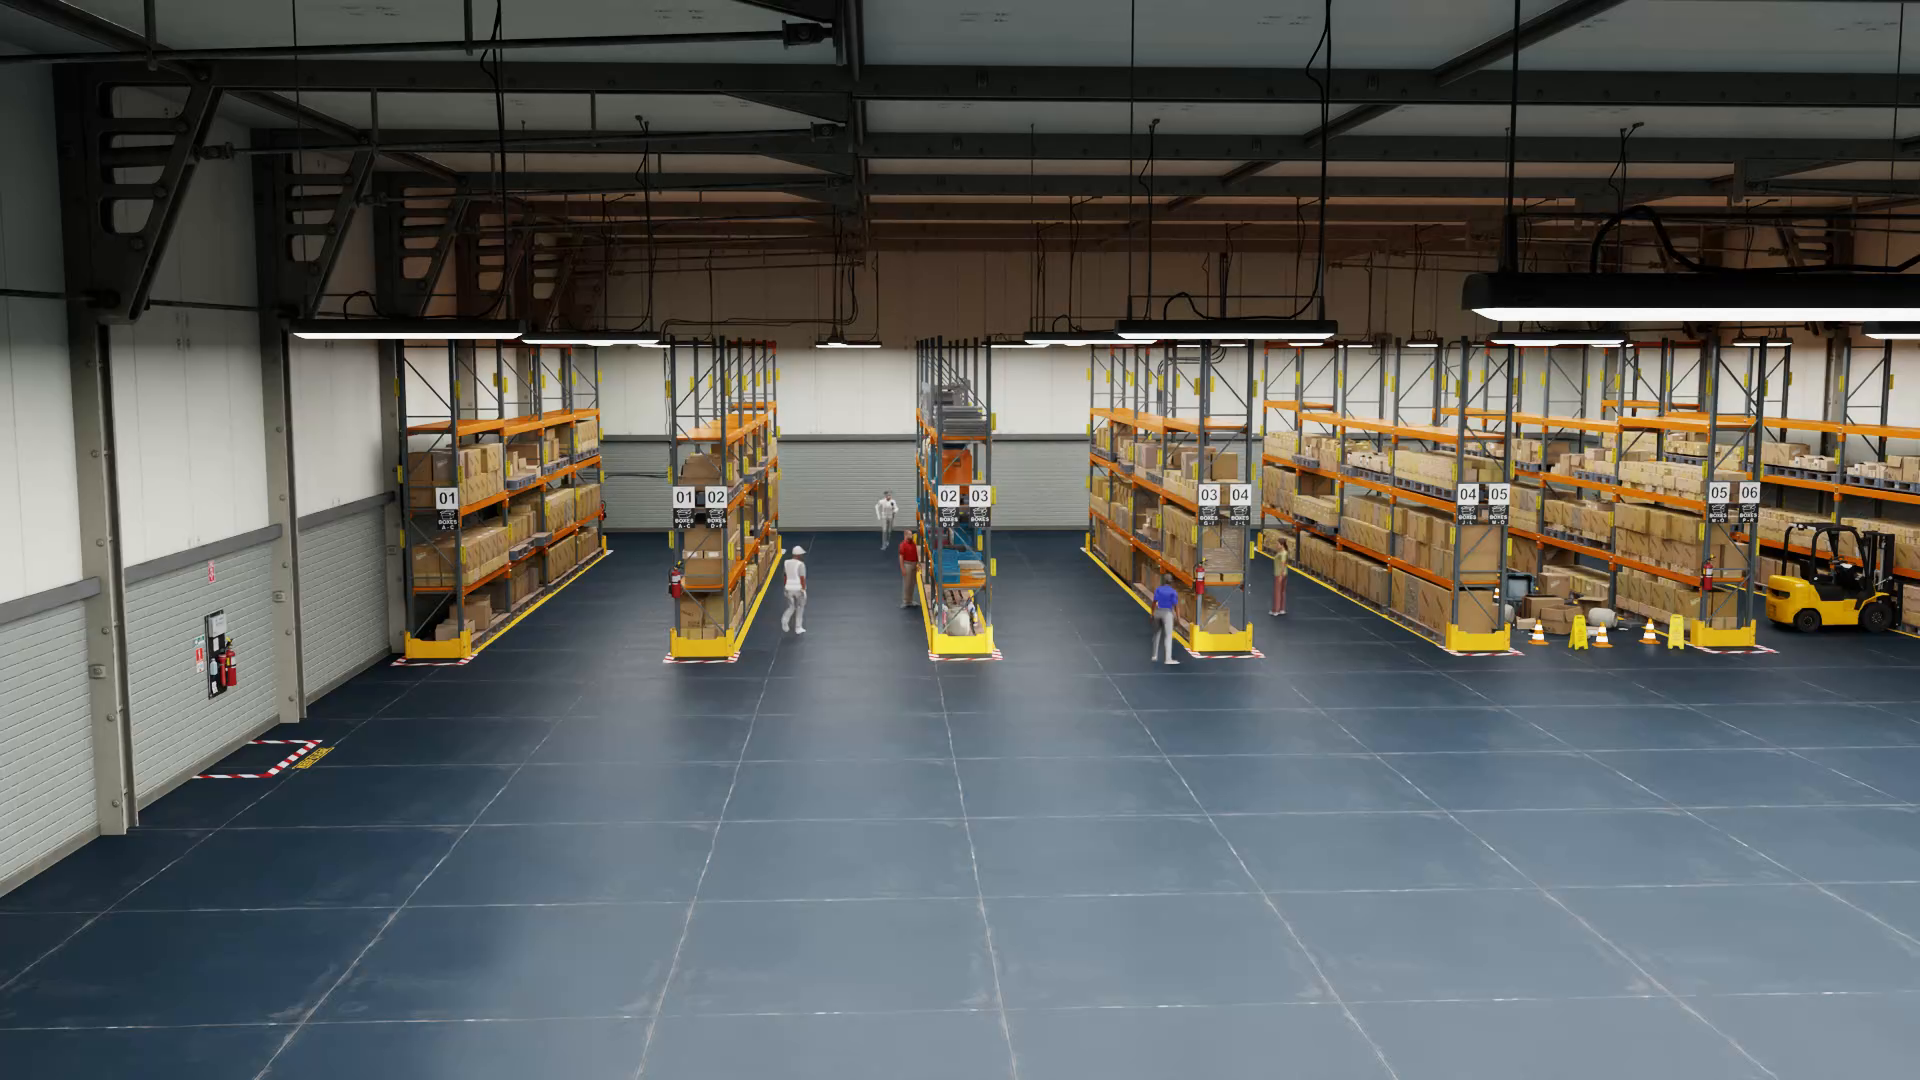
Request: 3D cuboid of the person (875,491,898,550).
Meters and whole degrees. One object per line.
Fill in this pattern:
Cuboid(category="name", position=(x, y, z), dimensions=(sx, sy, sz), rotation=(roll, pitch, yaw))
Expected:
Cuboid(category="person", position=(-2.118, -0.579, 48.298), dimensions=(0.637, 1.733, 0.764), rotation=(-2, 7, -15))

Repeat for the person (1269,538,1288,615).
Cuboid(category="person", position=(6.935, 0.795, 36.159), dimensions=(0.374, 1.690, 0.471), rotation=(3, 7, 23))

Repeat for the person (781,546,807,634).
Cuboid(category="person", position=(-3.355, 1.011, 33.613), dimensions=(0.562, 1.778, 0.612), rotation=(4, 8, 30))

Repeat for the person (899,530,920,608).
Cuboid(category="person", position=(-1.135, 0.642, 37.337), dimensions=(0.347, 1.749, 0.706), rotation=(3, 7, 28))

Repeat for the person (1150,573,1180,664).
Cuboid(category="person", position=(3.737, 1.466, 30.572), dimensions=(0.624, 1.695, 0.405), rotation=(5, 8, 39))
